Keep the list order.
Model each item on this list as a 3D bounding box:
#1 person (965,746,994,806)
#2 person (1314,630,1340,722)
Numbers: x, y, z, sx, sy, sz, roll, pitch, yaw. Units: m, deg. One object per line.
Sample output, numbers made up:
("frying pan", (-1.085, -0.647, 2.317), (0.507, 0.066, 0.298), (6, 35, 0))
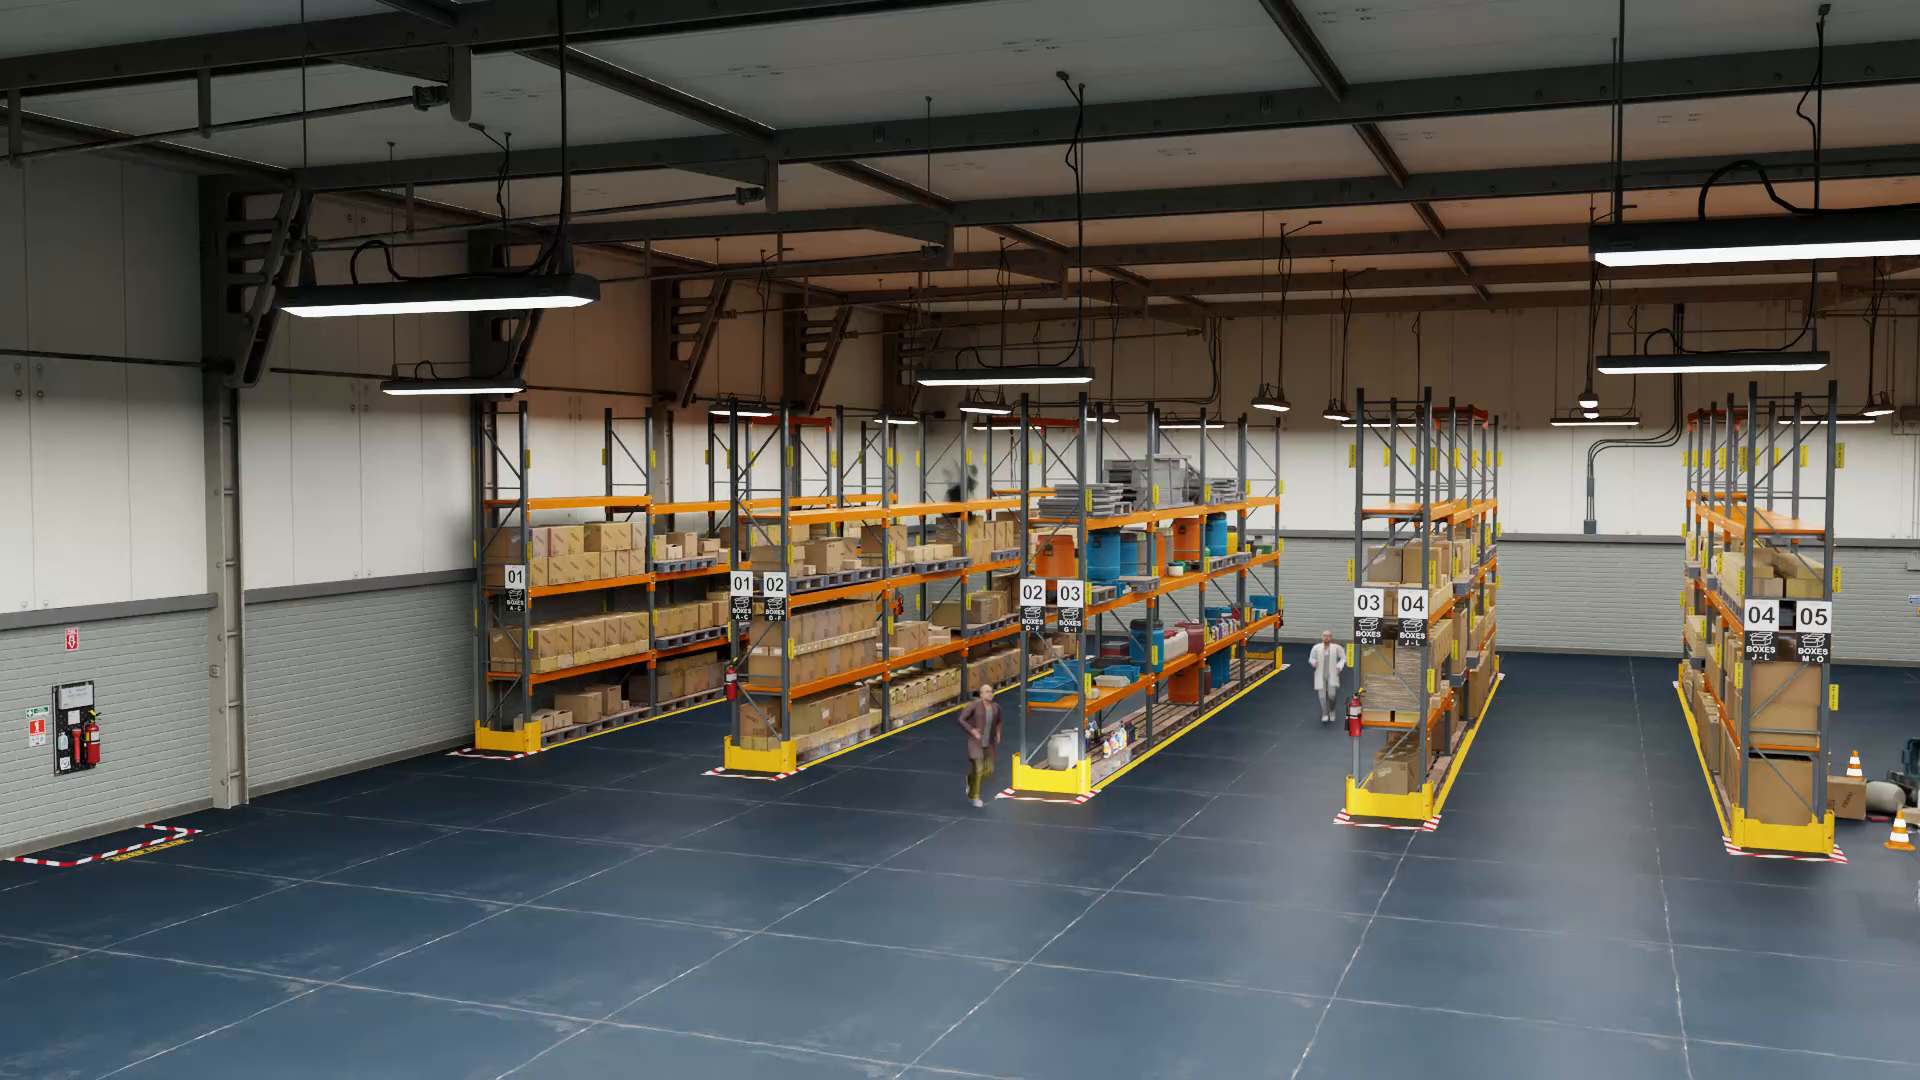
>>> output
("person", (0.263, 3.314, 24.284), (0.371, 1.044, 0.645), (-1, 3, -25))
("person", (6.941, 2.592, 31.466), (0.659, 1.741, 0.636), (1, 3, 17))
